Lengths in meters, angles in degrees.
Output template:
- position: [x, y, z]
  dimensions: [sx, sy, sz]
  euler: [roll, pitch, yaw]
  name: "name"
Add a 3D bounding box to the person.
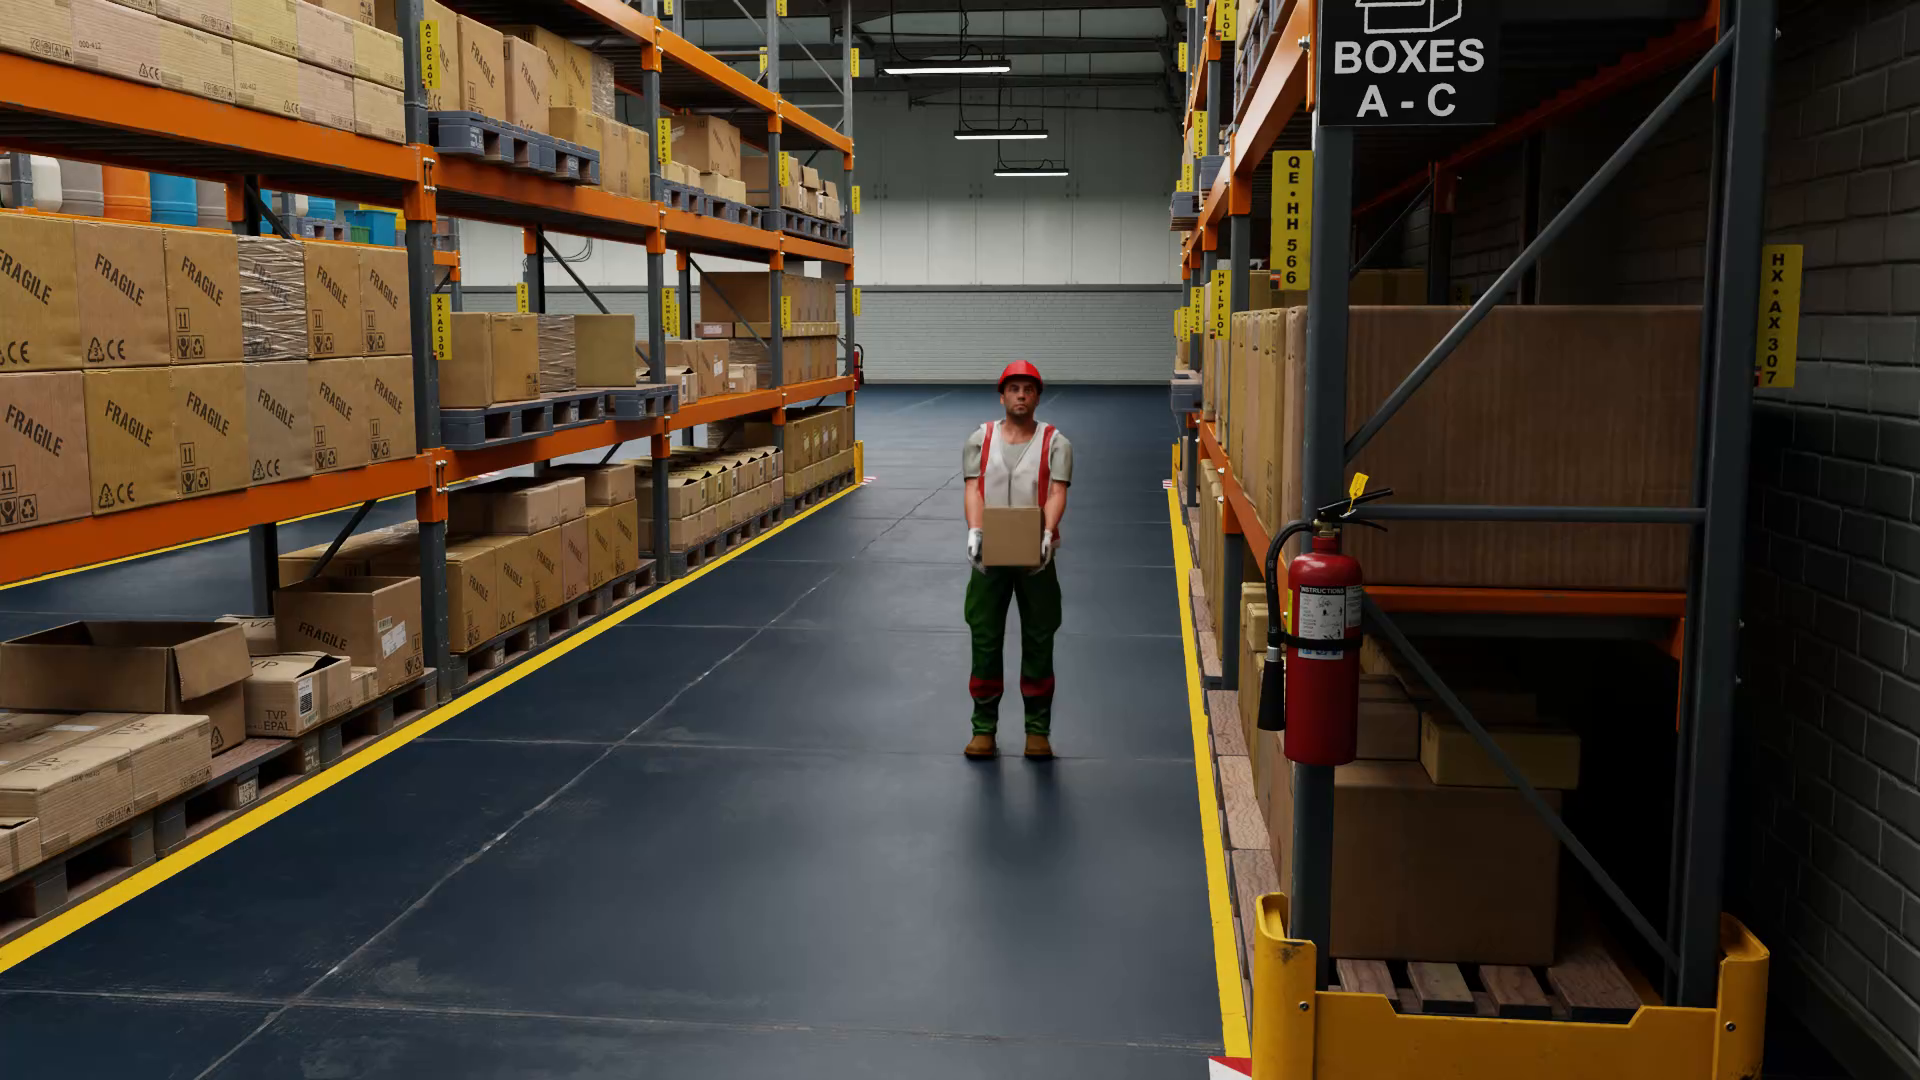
- position: [0.247, 0.094, 7.475]
  dimensions: [0.506, 1.792, 0.556]
  euler: [1, 8, 7]
  name: "person"
